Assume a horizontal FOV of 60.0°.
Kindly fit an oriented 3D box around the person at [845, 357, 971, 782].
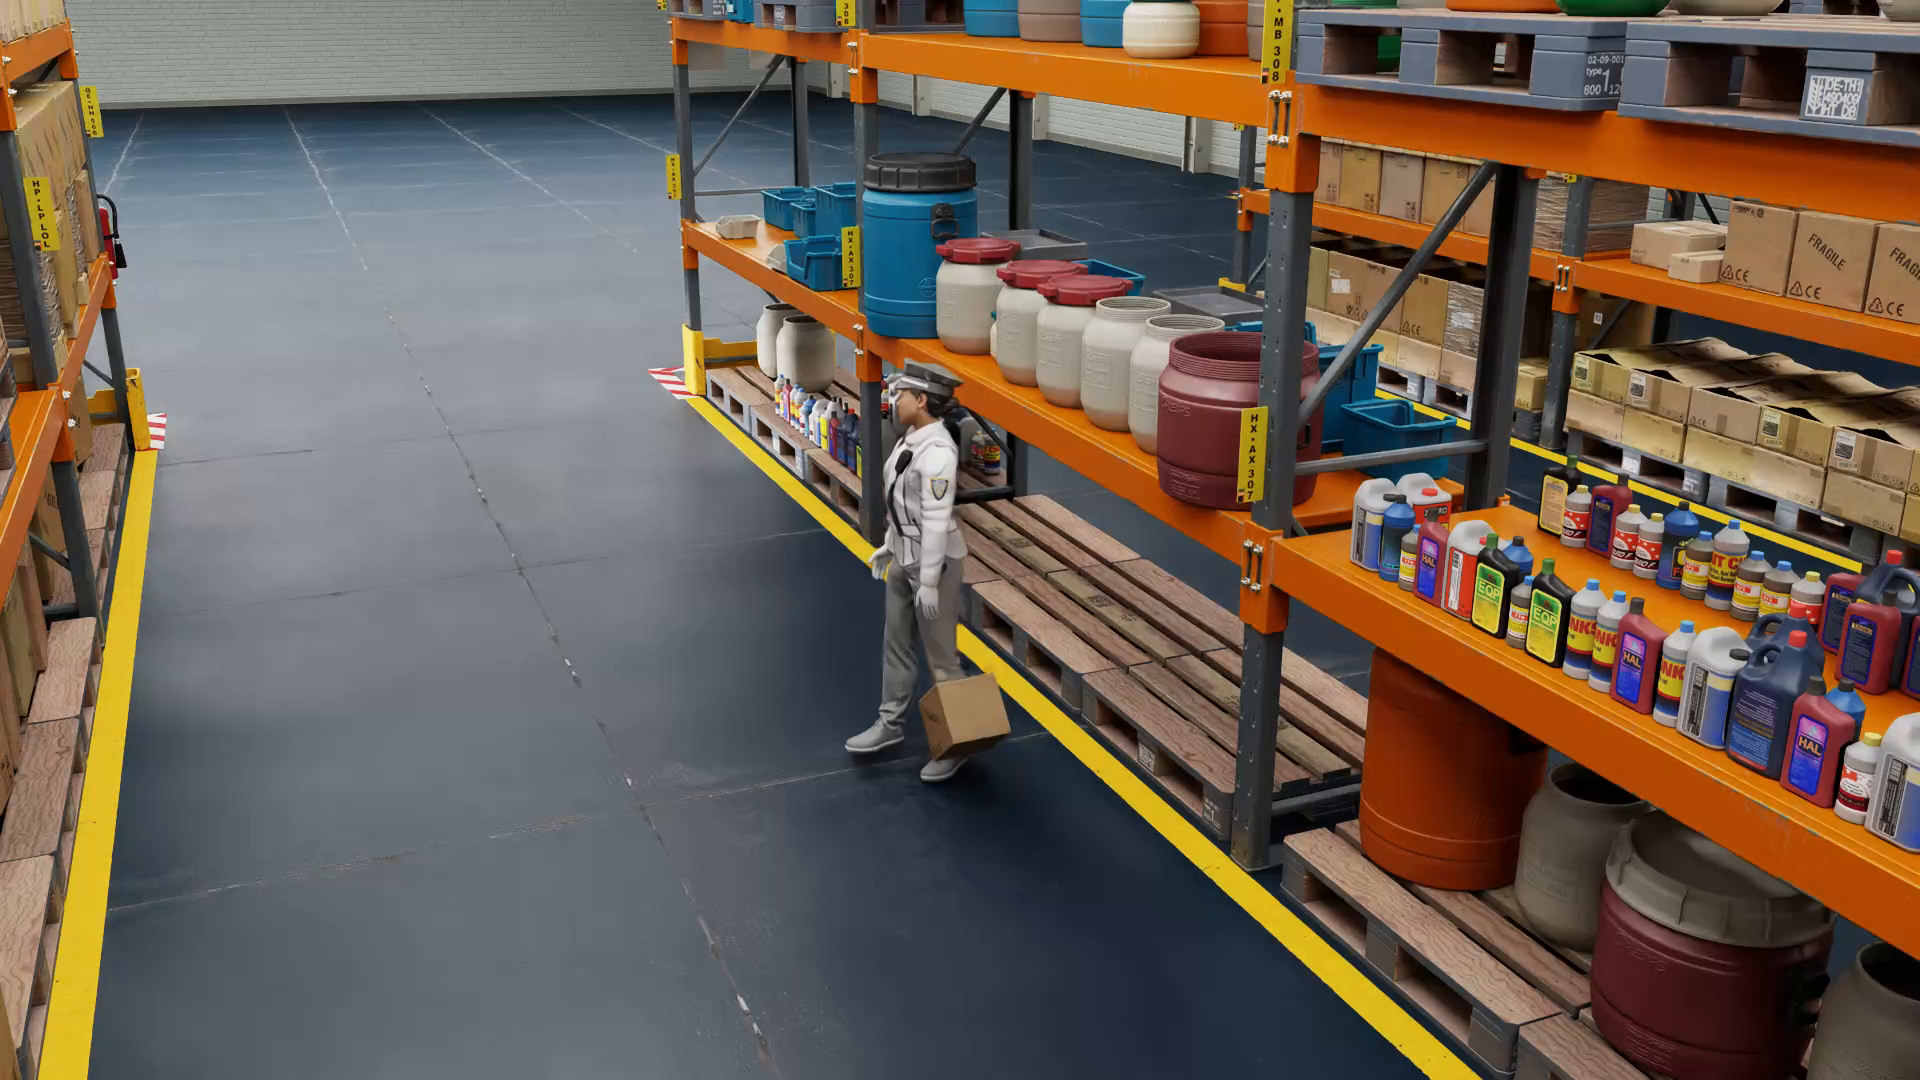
[{"bbox_3d":[-0.212,0.117,6.625,0.501,1.689,0.522,-6,20,-16],"label":"person"}]
